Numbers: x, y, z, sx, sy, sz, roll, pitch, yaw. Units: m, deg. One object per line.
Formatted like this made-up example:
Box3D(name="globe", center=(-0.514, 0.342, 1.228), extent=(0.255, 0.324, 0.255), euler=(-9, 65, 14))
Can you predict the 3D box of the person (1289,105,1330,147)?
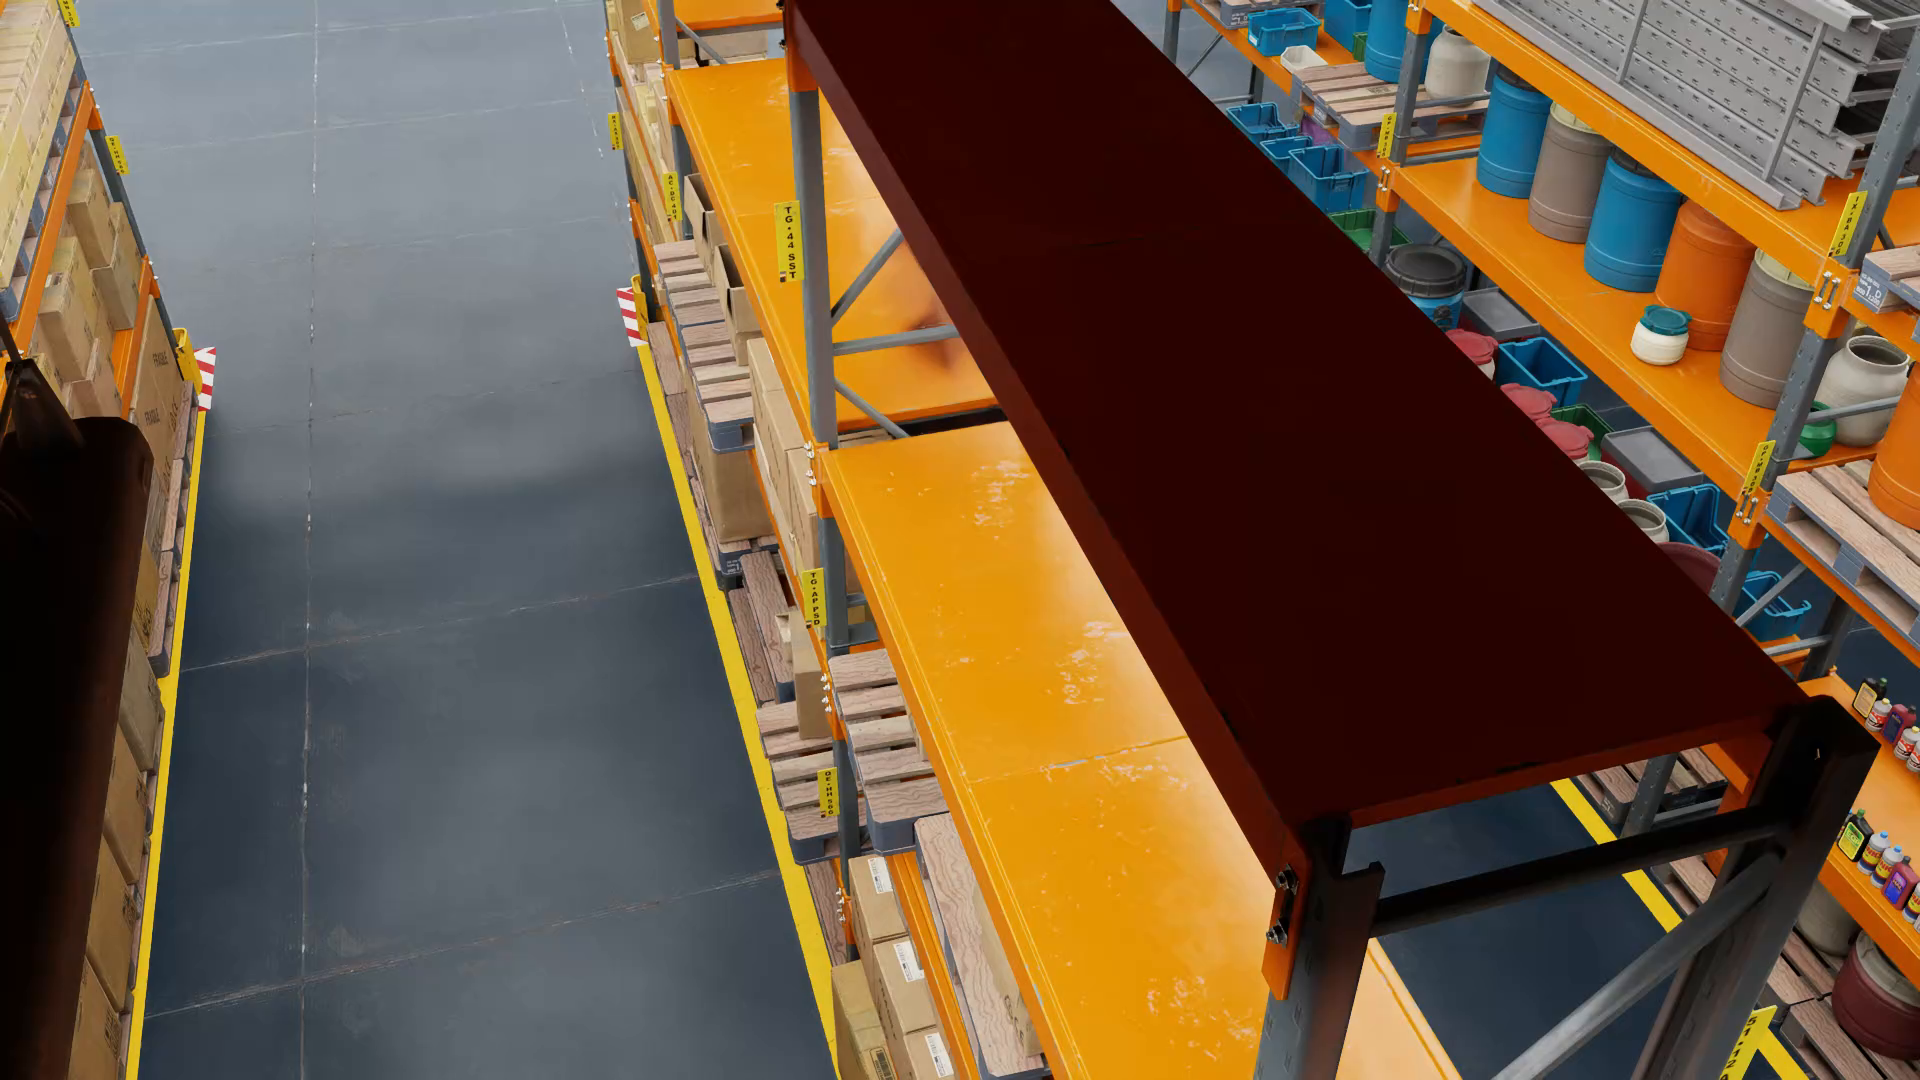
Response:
Box3D(name="person", center=(3.515, -3.863, 16.461), extent=(0.553, 1.623, 0.658), euler=(-25, 45, -28))
